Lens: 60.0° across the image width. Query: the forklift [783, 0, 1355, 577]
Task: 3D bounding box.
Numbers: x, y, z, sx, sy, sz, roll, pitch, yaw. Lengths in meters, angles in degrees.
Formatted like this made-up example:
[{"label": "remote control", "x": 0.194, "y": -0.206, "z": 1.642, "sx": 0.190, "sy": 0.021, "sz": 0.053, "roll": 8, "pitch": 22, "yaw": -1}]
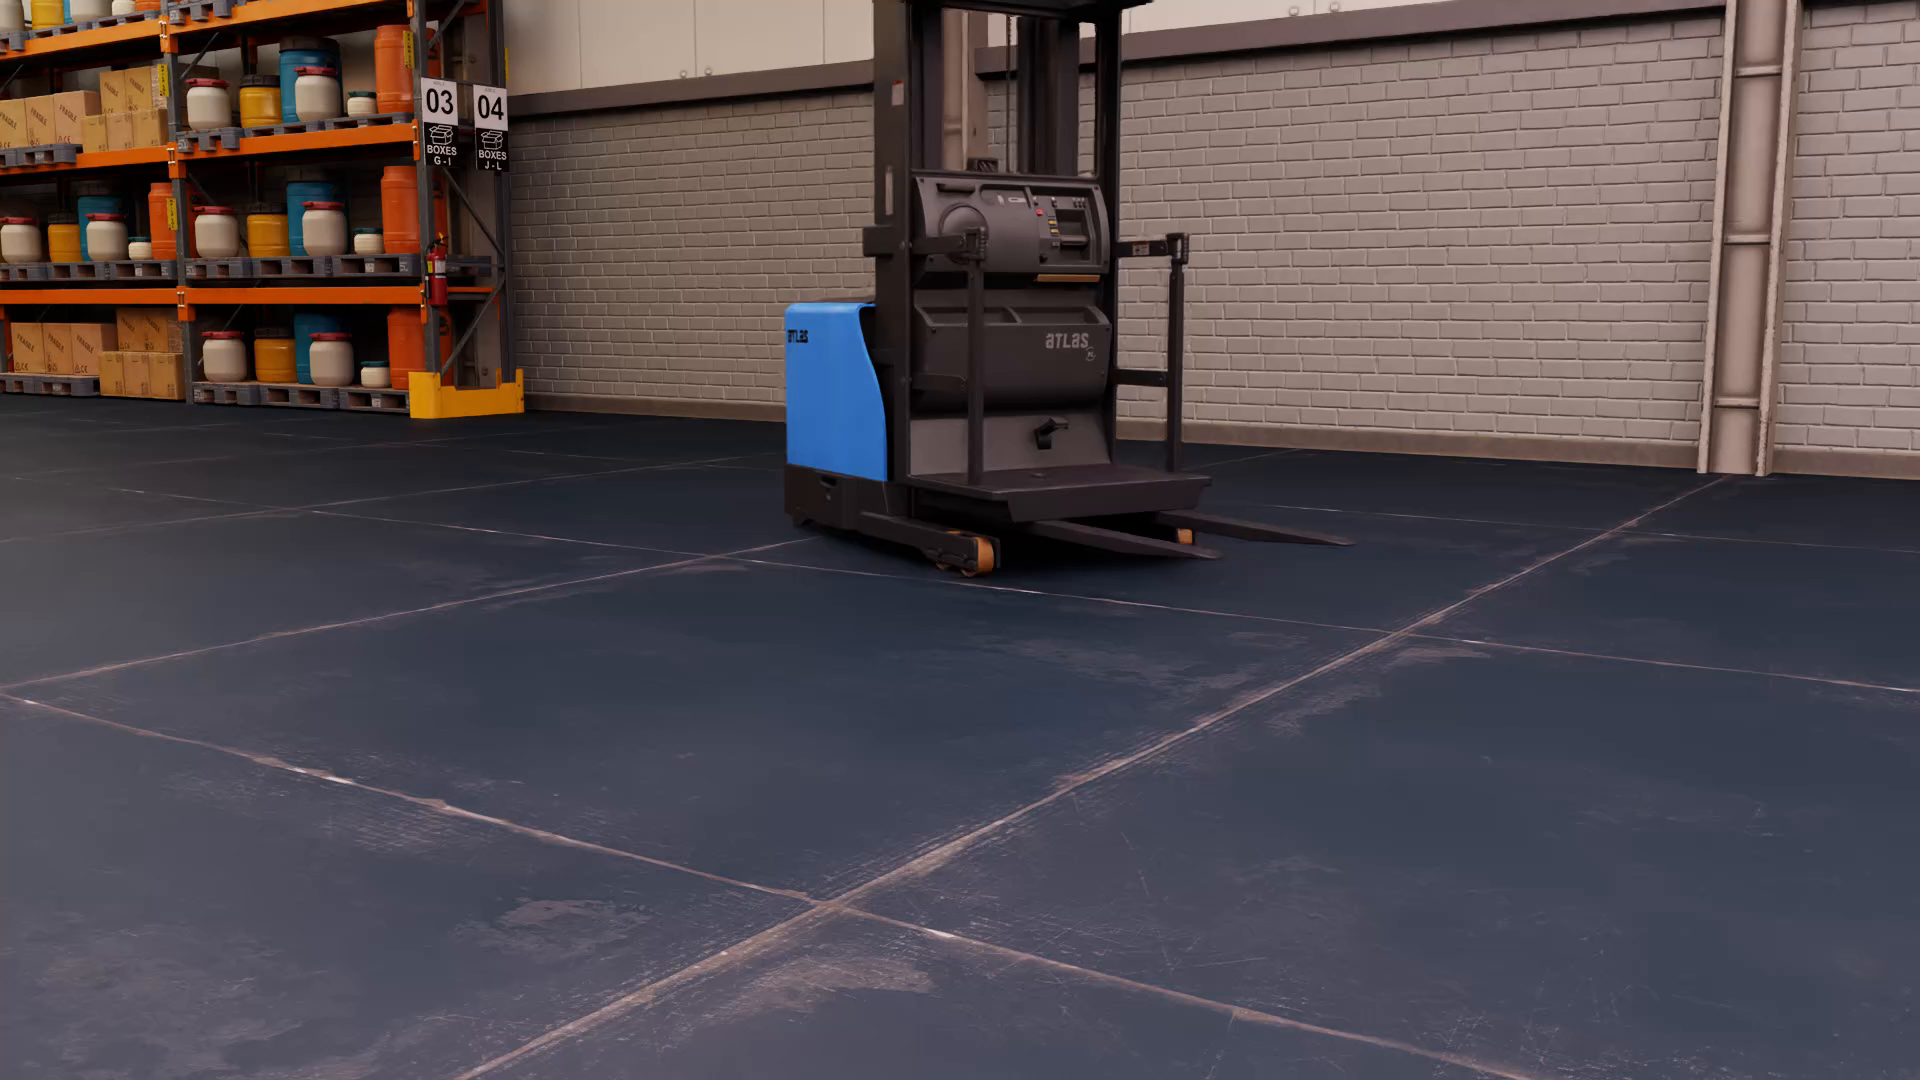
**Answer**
[{"label": "forklift", "x": 0.344, "y": -1.377, "z": 6.875, "sx": 1.130, "sy": 2.935, "sz": 3.031, "roll": -5, "pitch": 9, "yaw": -31}]
